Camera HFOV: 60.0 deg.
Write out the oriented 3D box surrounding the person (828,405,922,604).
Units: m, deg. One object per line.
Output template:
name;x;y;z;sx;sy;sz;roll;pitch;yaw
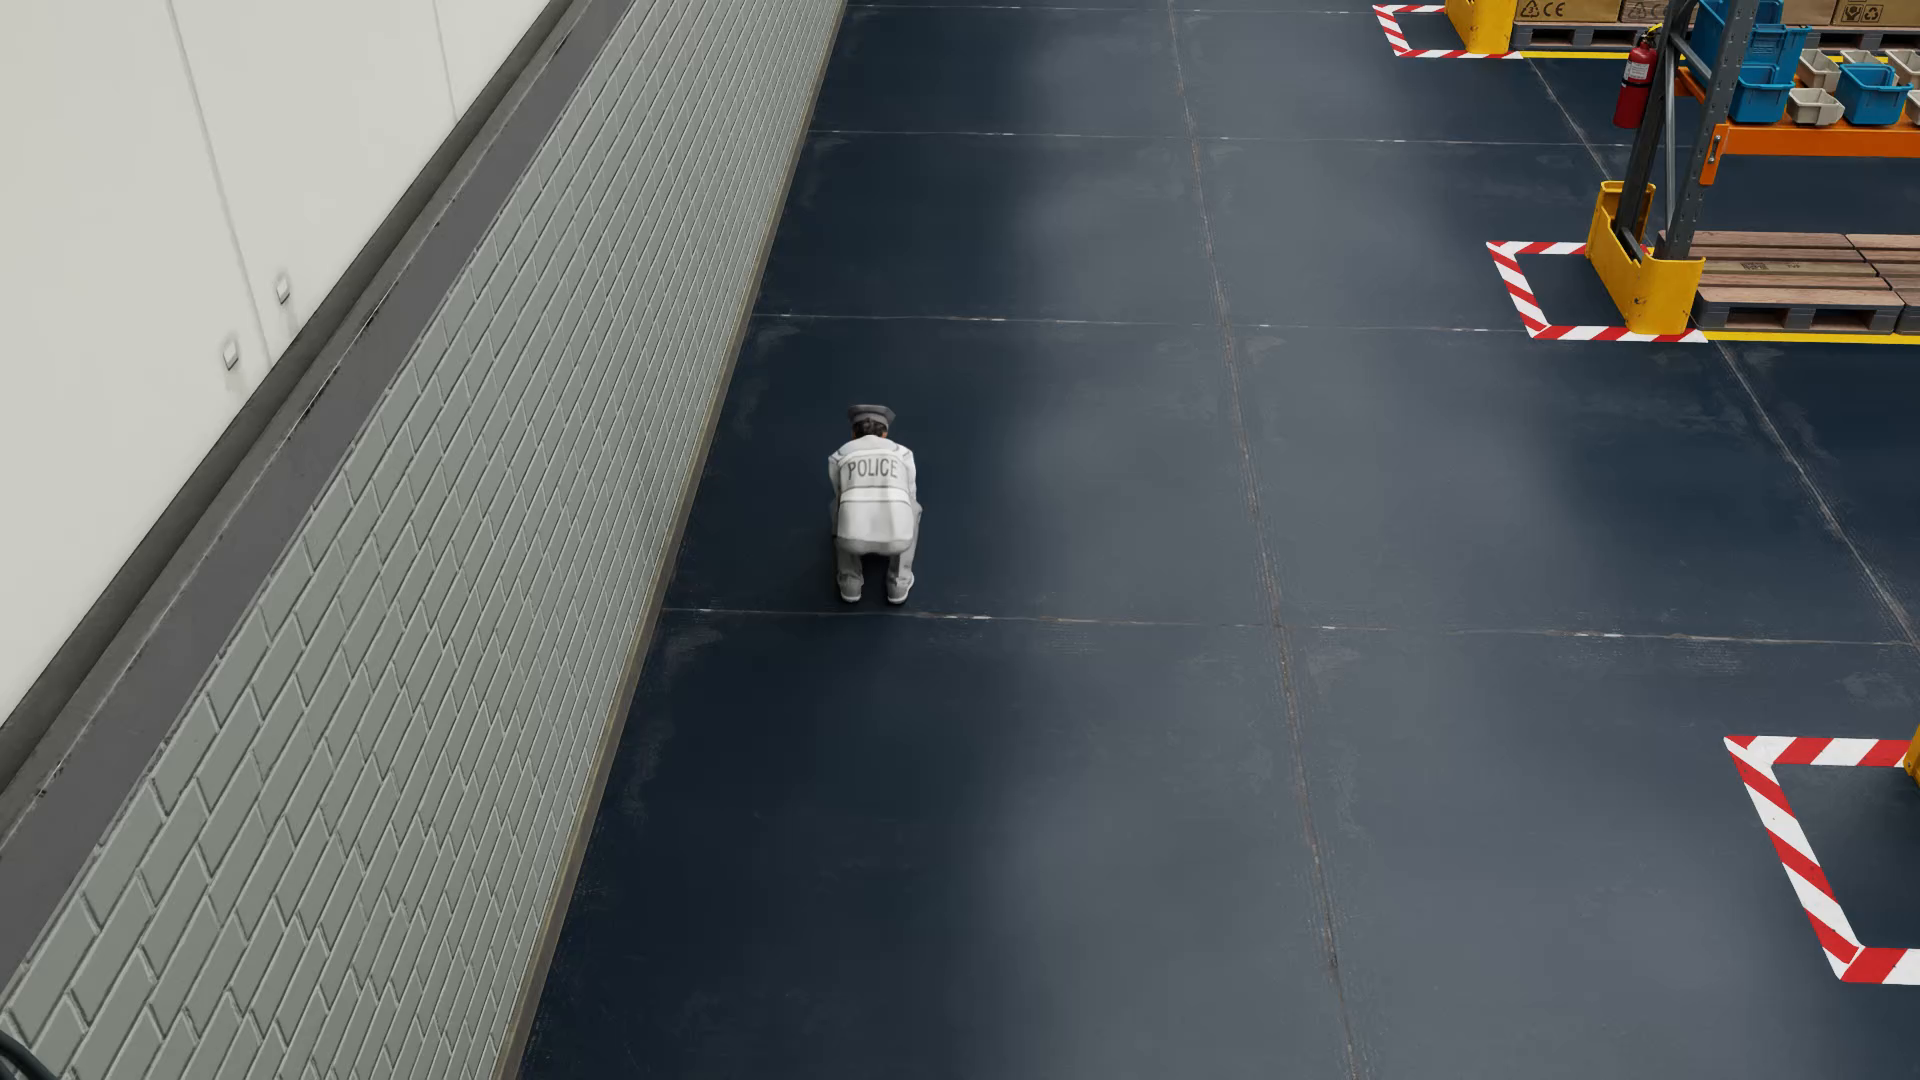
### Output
person;-0.417;-0.162;8.132;0.456;0.792;0.906;1;36;1
